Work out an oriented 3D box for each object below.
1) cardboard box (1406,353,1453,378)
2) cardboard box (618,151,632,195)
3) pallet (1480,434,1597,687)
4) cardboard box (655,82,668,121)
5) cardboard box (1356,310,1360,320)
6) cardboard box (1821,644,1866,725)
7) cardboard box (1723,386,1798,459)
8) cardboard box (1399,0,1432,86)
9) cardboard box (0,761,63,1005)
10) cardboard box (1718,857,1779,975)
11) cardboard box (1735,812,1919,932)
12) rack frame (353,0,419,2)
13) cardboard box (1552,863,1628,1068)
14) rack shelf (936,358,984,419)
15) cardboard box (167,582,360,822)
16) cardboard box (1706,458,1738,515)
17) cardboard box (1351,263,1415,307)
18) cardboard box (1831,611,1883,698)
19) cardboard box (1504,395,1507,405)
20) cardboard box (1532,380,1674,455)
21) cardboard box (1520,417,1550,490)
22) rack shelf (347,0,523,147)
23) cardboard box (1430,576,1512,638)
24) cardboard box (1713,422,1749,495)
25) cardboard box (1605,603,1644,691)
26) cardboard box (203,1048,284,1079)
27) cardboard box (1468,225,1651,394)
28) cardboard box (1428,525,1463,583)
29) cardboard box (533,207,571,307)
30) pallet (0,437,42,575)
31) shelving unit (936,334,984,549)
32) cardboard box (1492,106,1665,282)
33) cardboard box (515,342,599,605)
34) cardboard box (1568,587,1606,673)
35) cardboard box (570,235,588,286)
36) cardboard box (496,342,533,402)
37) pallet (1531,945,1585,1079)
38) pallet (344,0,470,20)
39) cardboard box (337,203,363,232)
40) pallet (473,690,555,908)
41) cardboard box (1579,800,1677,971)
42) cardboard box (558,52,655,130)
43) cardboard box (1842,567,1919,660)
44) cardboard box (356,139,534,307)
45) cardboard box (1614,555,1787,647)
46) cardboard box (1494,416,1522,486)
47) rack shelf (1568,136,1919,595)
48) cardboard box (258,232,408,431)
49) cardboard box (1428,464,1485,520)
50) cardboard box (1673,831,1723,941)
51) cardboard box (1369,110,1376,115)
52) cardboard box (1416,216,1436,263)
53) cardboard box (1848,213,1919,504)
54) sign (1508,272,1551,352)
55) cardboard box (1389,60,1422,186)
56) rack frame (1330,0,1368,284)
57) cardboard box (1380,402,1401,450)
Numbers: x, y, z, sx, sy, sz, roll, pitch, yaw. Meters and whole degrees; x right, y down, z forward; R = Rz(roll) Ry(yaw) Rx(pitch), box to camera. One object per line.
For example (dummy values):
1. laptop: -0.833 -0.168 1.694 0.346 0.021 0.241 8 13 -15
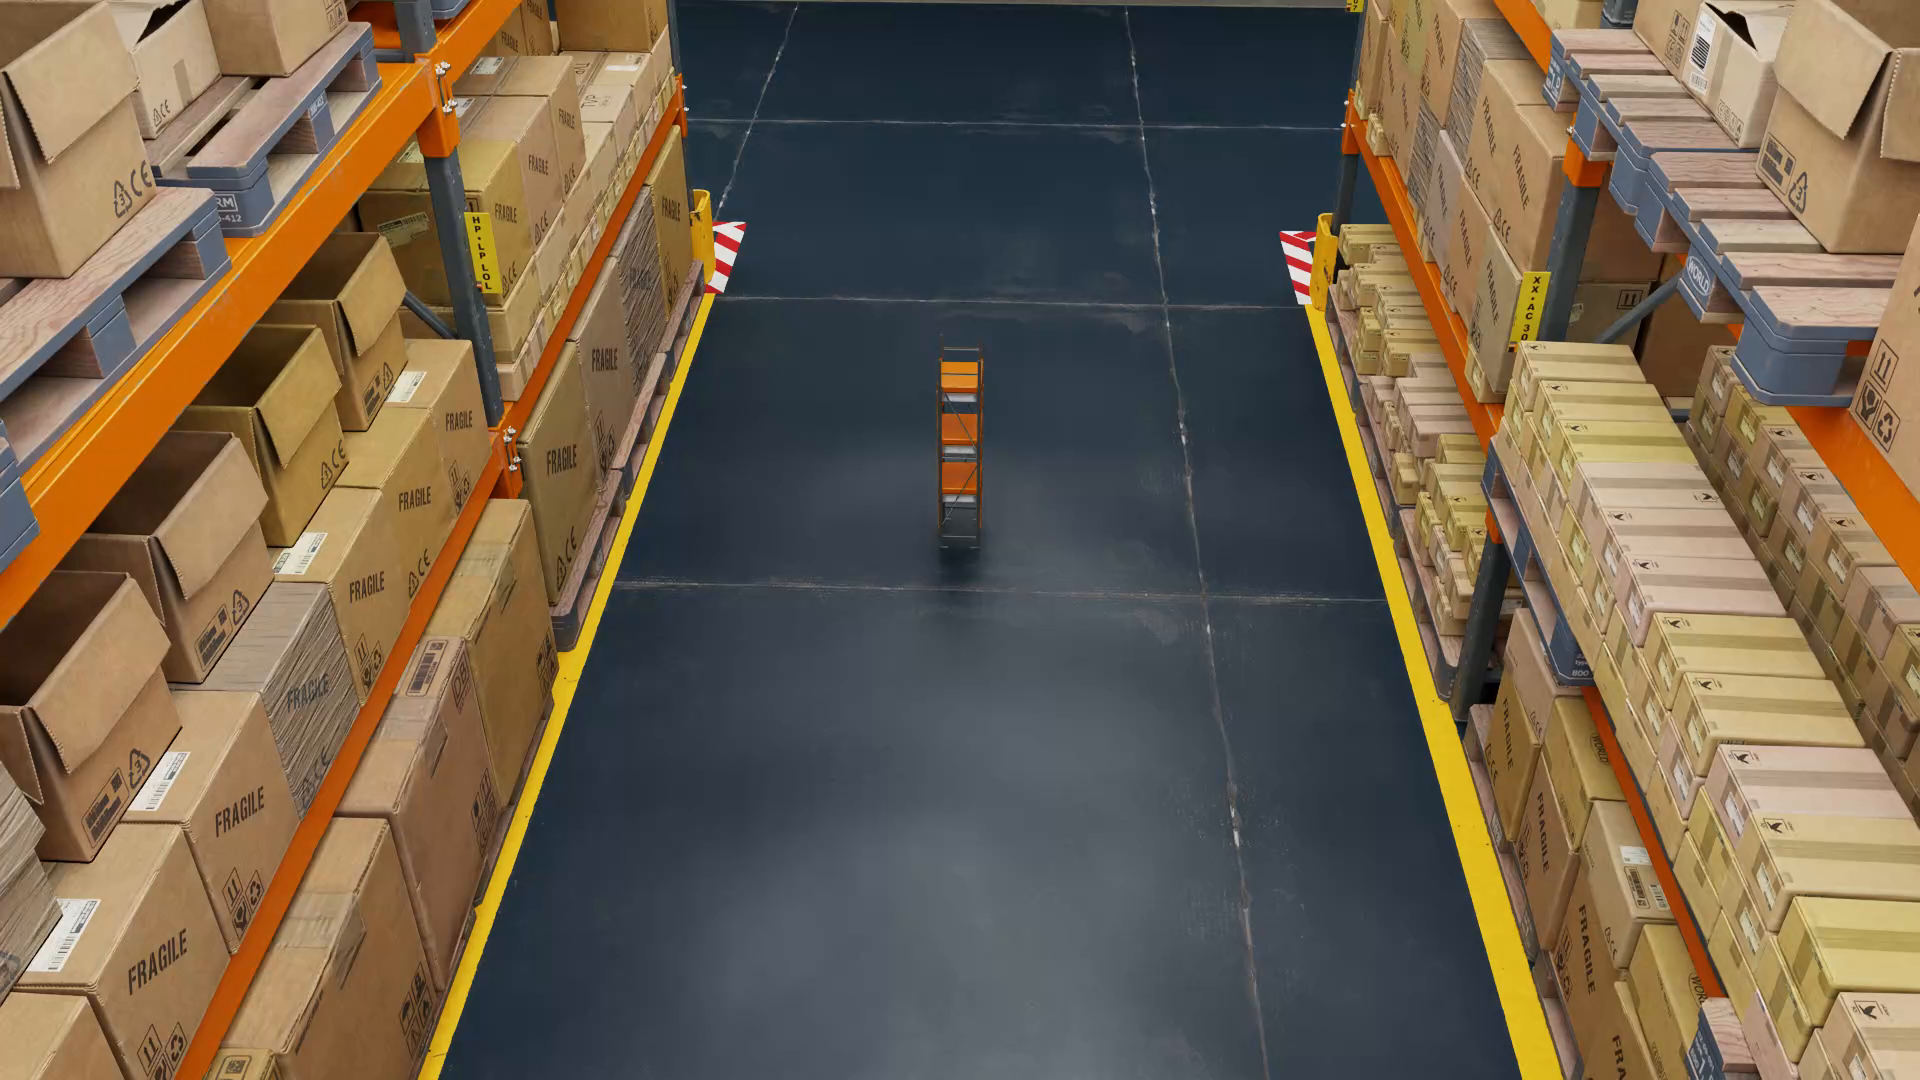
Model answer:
1. cardboard box: 2.474 -0.817 8.401 0.380 0.149 0.250 1 35 2
2. cardboard box: -1.904 -1.886 8.544 0.380 0.149 0.250 1 35 2
3. pallet: 2.445 0.048 5.740 1.003 0.211 1.213 1 35 2
4. cardboard box: -1.864 -2.473 9.378 0.380 0.149 0.250 2 35 2
5. cardboard box: 2.513 -1.324 9.639 0.380 0.149 0.250 1 35 2
6. cardboard box: 2.754 0.446 4.860 0.380 0.149 0.250 3 35 4
7. cardboard box: 2.791 -0.389 5.531 0.380 0.149 0.250 0 35 0
8. cardboard box: 2.442 -2.496 7.978 0.500 0.500 0.500 1 35 1
9. cardboard box: -2.445 0.788 3.561 0.797 0.503 0.637 2 35 3
10. cardboard box: 2.053 0.898 3.958 0.380 0.149 0.250 1 35 2
11. cardboard box: 2.052 0.779 3.869 0.380 0.149 0.250 2 35 3
12. rack frame: -2.330 -3.094 4.826 1.000 3.000 0.127 1 35 2
13. cardboard box: 2.300 1.408 5.446 0.500 0.500 0.500 2 35 3
14. rack shelf: 0.002 -0.684 7.835 0.215 0.259 0.240 1 35 2
15. cardboard box: -2.142 0.467 4.890 0.500 0.500 0.500 1 35 2
16. cardboard box: 2.794 -0.153 5.713 0.380 0.149 0.250 2 35 2
17. cardboard box: 2.393 -1.417 9.255 0.380 0.149 0.250 1 35 2
18. cardboard box: 2.754 0.333 4.761 0.380 0.149 0.250 1 35 2
19. cardboard box: 2.399 -0.533 6.618 0.380 0.149 0.250 1 35 1
20. cardboard box: 2.141 -0.403 5.550 0.380 0.149 0.250 2 35 3
21. cardboard box: 2.138 -0.293 5.652 0.380 0.149 0.250 1 35 1
22. rack shelf: -2.250 -2.721 7.530 1.077 0.370 4.000 1 35 2
23. cardboard box: 2.297 0.295 7.336 0.380 0.149 0.250 2 35 2
24. cardboard box: 2.793 -0.273 5.624 0.380 0.149 0.250 2 35 2
25. cardboard box: 2.098 0.312 4.791 0.380 0.149 0.250 1 35 1
26. cardboard box: -2.443 1.961 4.334 1.225 0.875 0.875 0 35 0
27. cardboard box: 2.359 -0.913 6.595 0.500 0.500 0.500 1 35 2
28. cardboard box: 2.315 0.062 7.408 0.380 0.149 0.250 0 35 0
29. cardboard box: -2.025 -1.249 7.290 0.500 0.250 0.500 1 35 2
30. pallet: -2.518 0.138 3.001 1.213 0.211 1.003 3 35 4
31. shelving unit: 0.002 -0.460 7.992 0.215 1.050 0.252 1 35 2
32. cardboard box: 2.370 -1.314 6.296 0.500 0.500 0.500 0 35 0
33. cardboard box: -2.224 -0.319 7.578 0.875 0.875 0.875 1 35 2
34. cardboard box: 2.106 0.274 5.105 0.380 0.149 0.250 0 35 0
35. cardboard box: -1.947 -1.299 7.708 0.380 0.149 0.250 1 35 1
36. cardboard box: -1.986 -0.699 6.854 0.380 0.149 0.250 1 35 2
37. pallet: 2.545 1.825 5.470 1.003 0.211 1.213 1 35 2
38. pallet: -2.287 -2.300 6.382 1.003 0.211 1.213 1 35 2
39. cardboard box: -2.579 -1.276 6.677 0.500 0.500 0.500 2 35 3
40. pallet: -2.286 0.947 6.719 1.003 0.211 1.213 1 35 2
41. cardboard box: 2.284 1.095 5.240 0.500 0.250 0.500 3 35 4
42. cardboard box: -1.945 -2.422 8.959 0.500 0.250 0.500 1 35 1
43. cardboard box: 2.747 0.205 4.685 0.380 0.149 0.250 0 35 0
44. cardboard box: -2.056 -1.275 6.676 0.500 0.500 0.500 1 35 2
45. cardboard box: 2.095 0.180 4.721 0.380 0.149 0.250 3 35 4
46. cardboard box: 2.146 -0.320 5.950 0.380 0.149 0.250 0 35 0
47. rack shelf: 2.541 -0.250 4.014 1.077 0.370 4.000 1 35 2
48. cardboard box: -2.348 -0.723 5.711 0.797 0.503 0.637 0 35 1
49. cardboard box: 2.349 -0.217 7.546 0.380 0.149 0.250 1 35 1
50. cardboard box: 2.066 0.880 4.242 0.380 0.149 0.250 0 35 0
51. cardboard box: 2.473 -2.336 9.184 0.380 0.149 0.250 3 35 4
52. cardboard box: 2.390 -1.433 7.899 0.380 0.149 0.250 2 35 3
53. cardboard box: 2.261 -0.345 3.437 0.500 0.500 0.500 1 35 2
54. sign: 2.079 -0.829 6.068 0.100 0.325 0.005 1 35 2
55. cardboard box: 2.460 -2.086 8.264 0.500 0.500 0.500 2 35 3
56. rack frame: 2.782 -2.765 9.575 1.000 3.000 0.127 1 35 2
57. cardboard box: 2.393 -0.587 8.591 0.380 0.149 0.250 1 35 2
